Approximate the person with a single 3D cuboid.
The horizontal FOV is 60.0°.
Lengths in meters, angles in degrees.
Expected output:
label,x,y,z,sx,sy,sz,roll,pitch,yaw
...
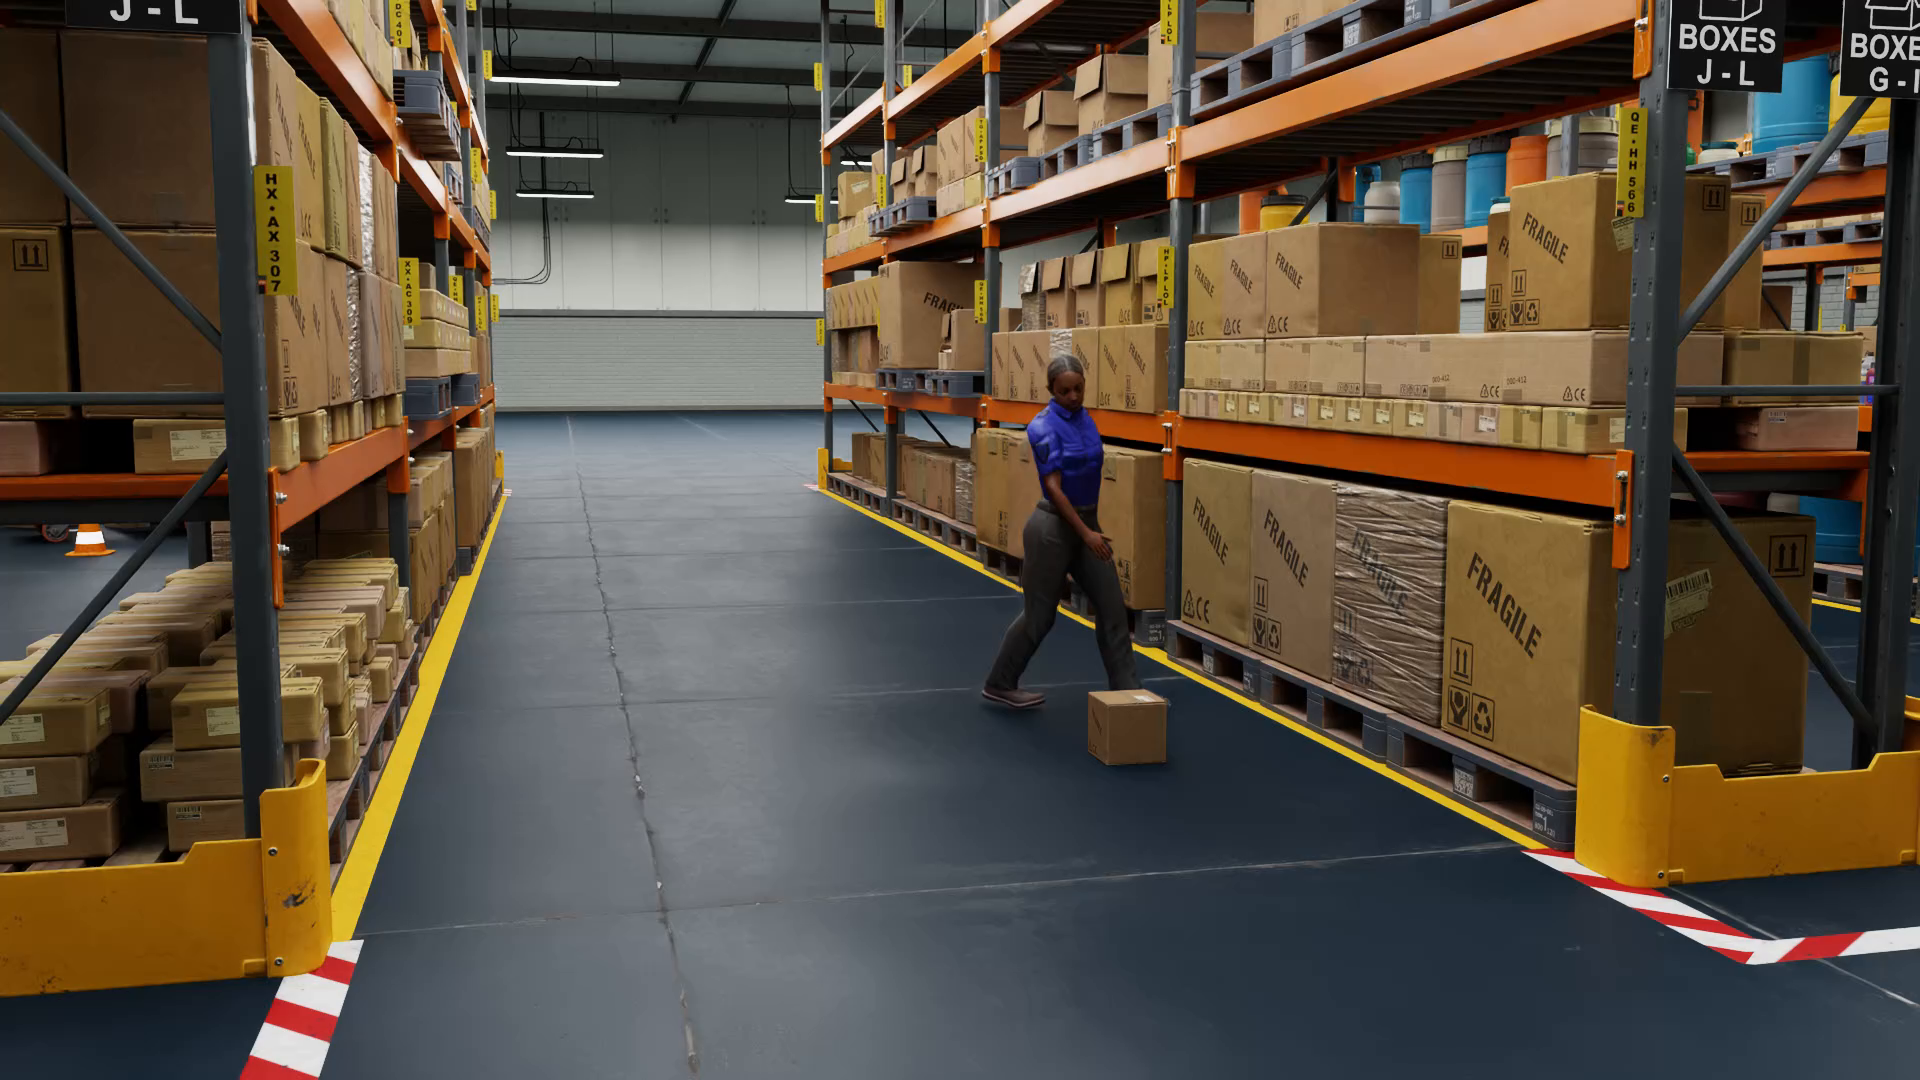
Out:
label,x,y,z,sx,sy,sz,roll,pitch,yaw
person,0.523,-0.023,7.461,0.779,1.610,0.505,6,9,43
